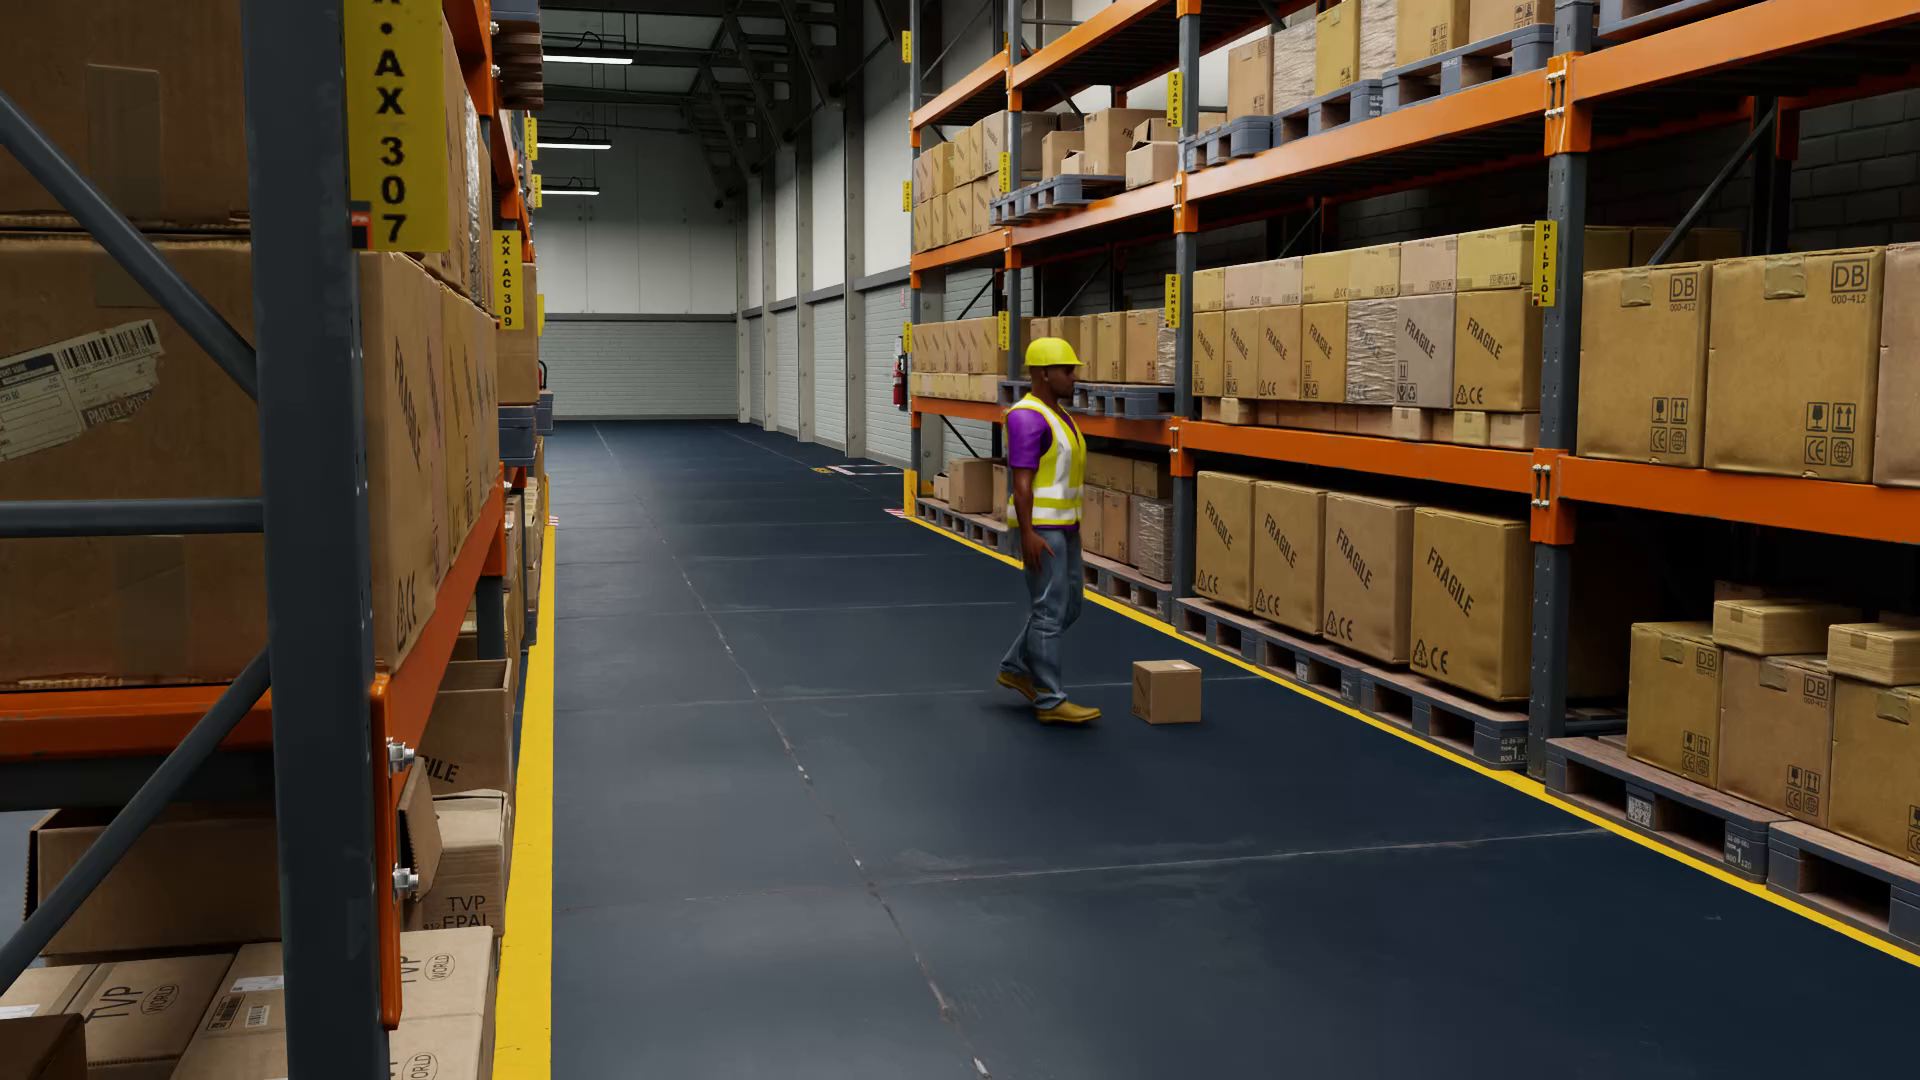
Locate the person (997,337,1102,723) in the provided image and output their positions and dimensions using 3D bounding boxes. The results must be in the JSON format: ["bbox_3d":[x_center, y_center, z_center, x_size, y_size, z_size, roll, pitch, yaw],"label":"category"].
[{"bbox_3d":[0.402,-0.050,7.731,0.603,1.771,0.579,2,6,20],"label":"person"}]
